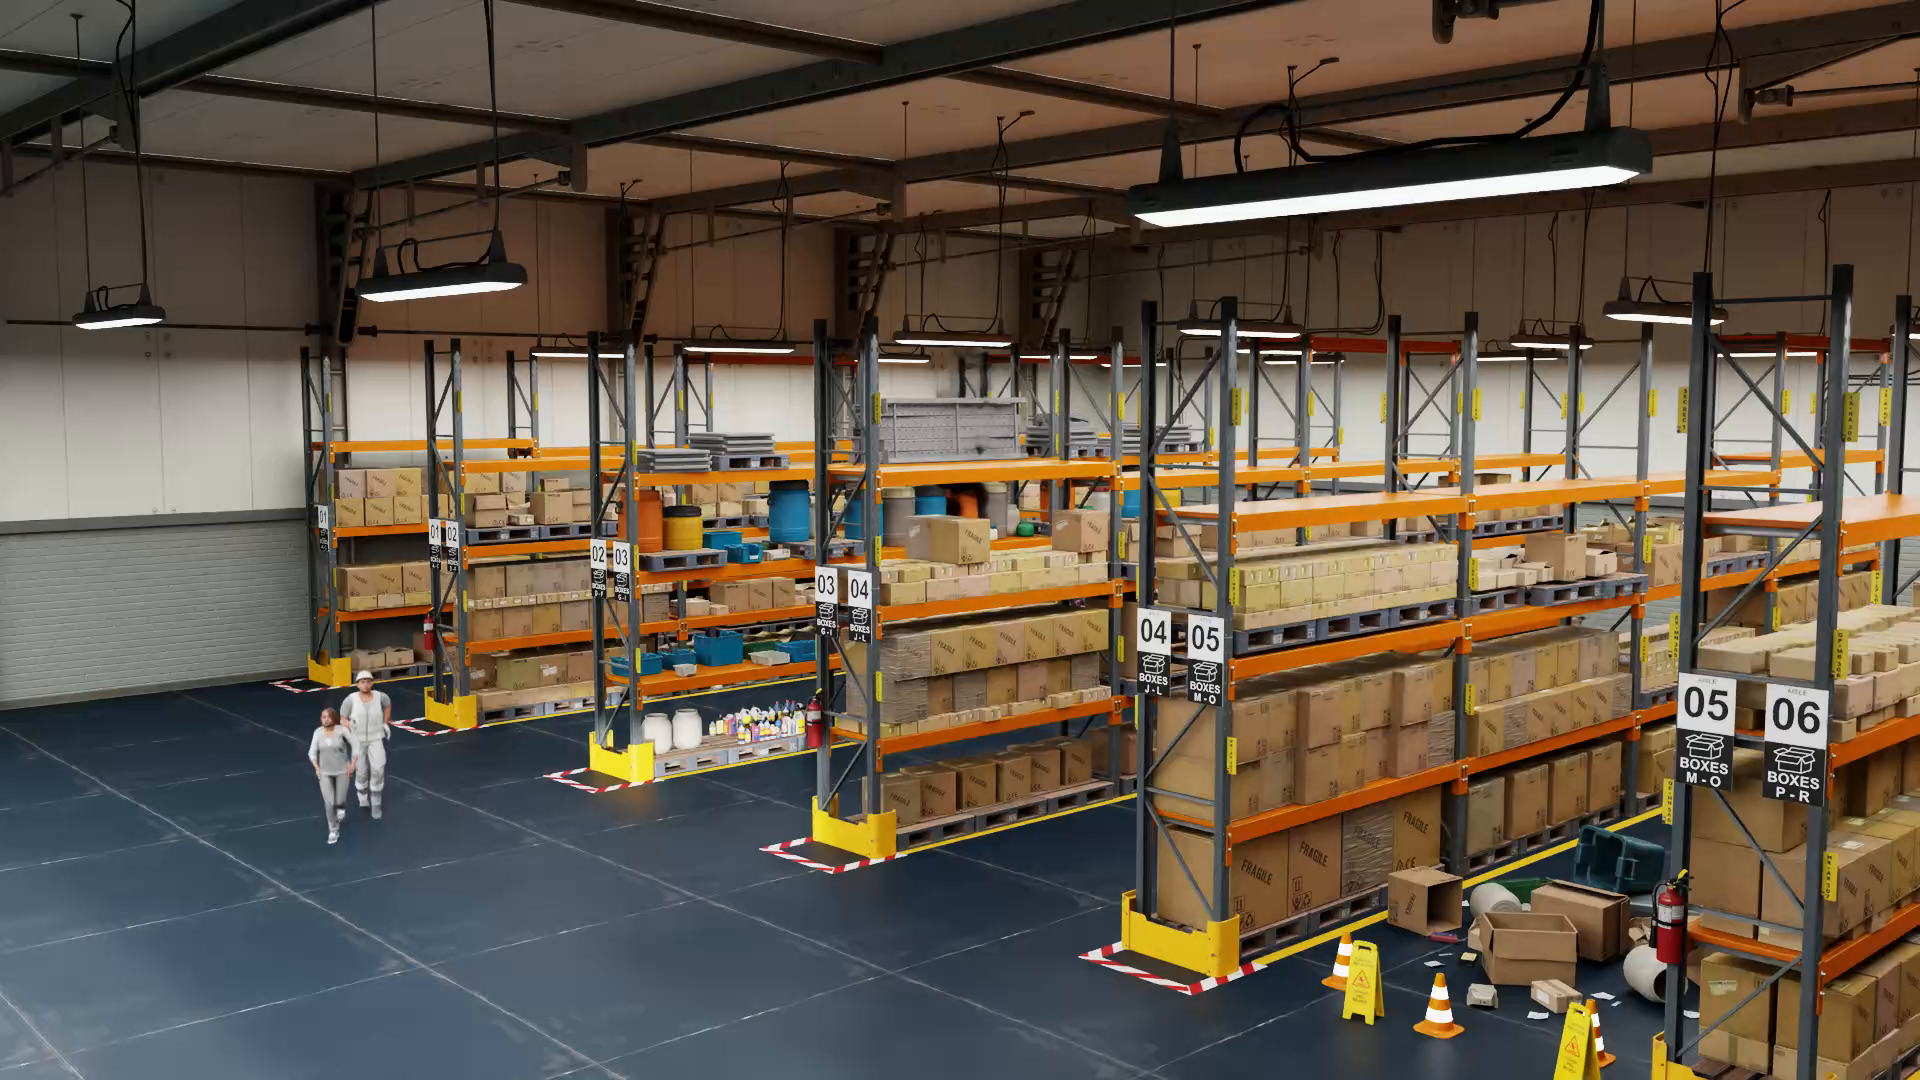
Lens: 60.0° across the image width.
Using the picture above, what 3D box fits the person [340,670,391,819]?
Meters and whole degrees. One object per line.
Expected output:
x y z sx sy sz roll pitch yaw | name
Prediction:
-7.264 2.497 20.349 0.588 1.835 0.790 -2 5 -20 | person

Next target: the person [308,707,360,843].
-7.249 2.703 19.285 0.554 1.573 0.610 -1 5 -12 | person

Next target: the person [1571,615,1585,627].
9.827 1.982 26.662 0.585 1.649 0.702 4 6 39 | person
